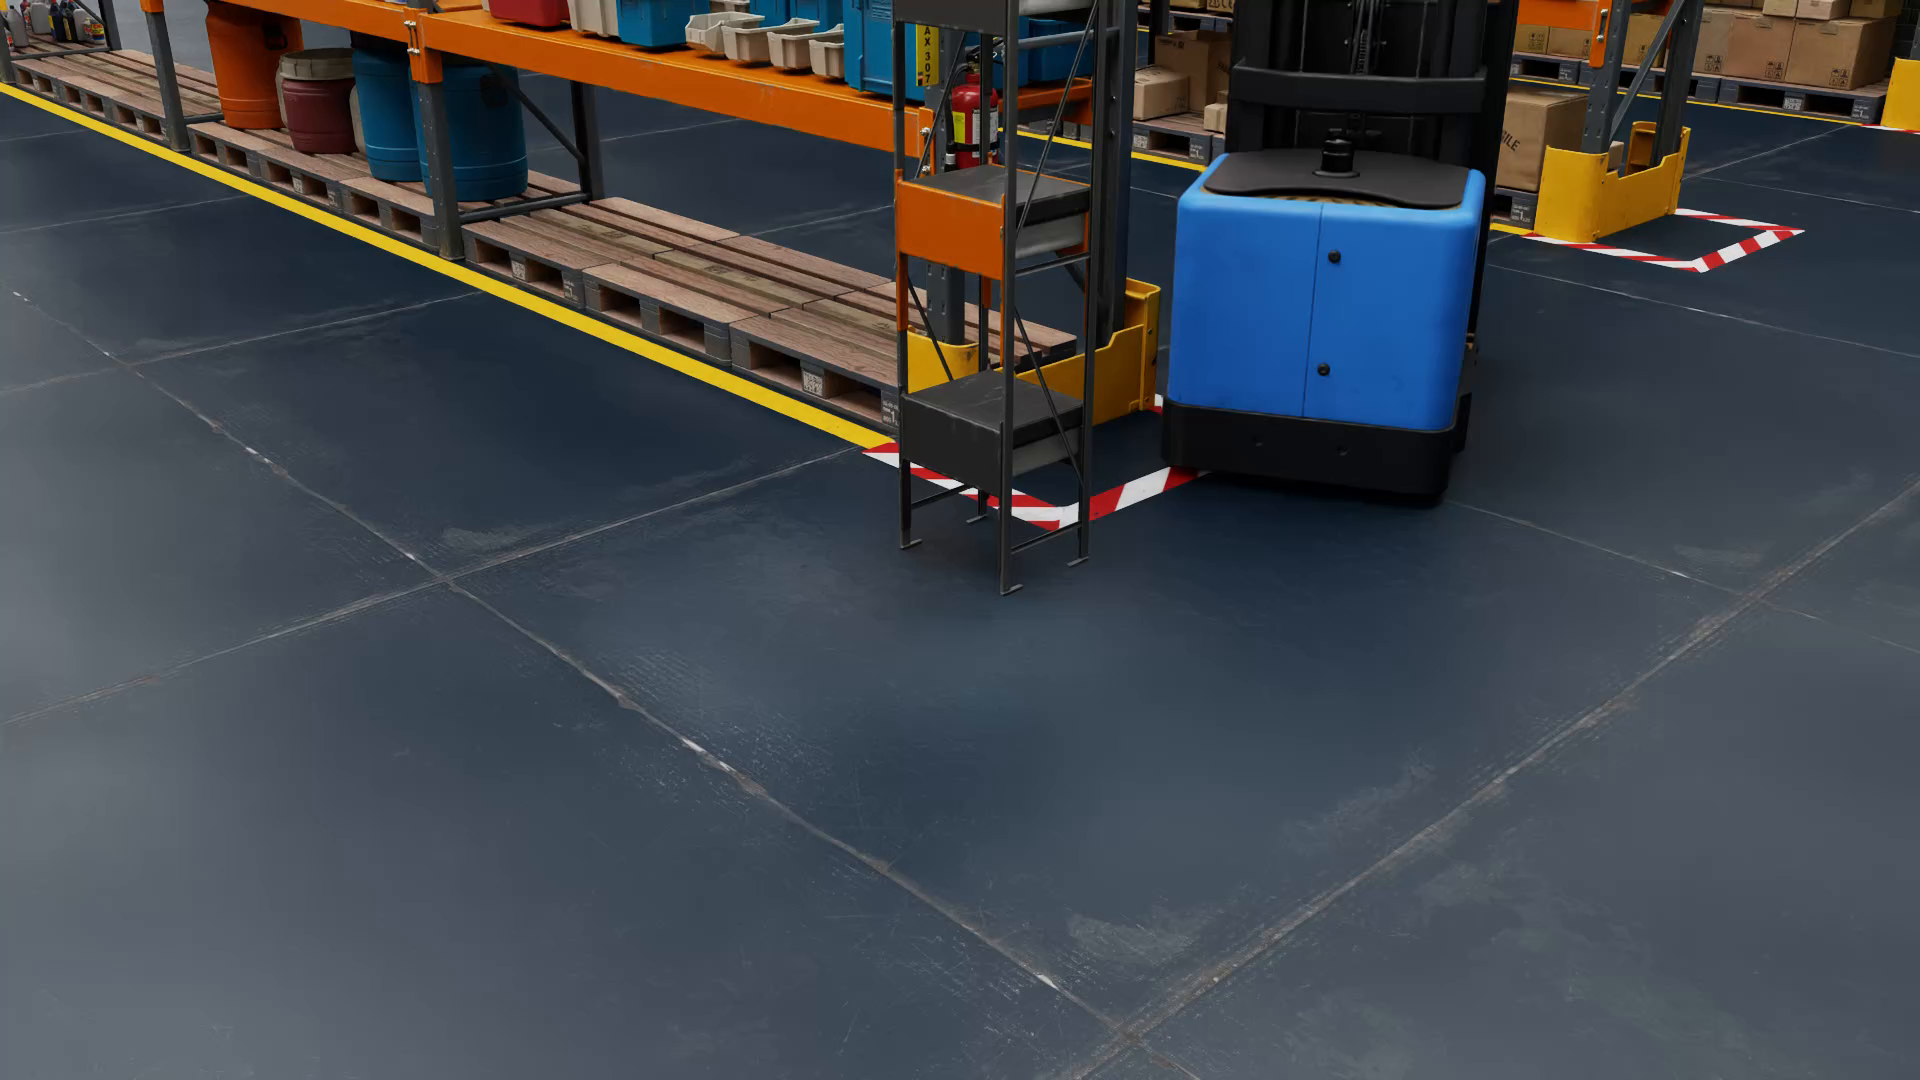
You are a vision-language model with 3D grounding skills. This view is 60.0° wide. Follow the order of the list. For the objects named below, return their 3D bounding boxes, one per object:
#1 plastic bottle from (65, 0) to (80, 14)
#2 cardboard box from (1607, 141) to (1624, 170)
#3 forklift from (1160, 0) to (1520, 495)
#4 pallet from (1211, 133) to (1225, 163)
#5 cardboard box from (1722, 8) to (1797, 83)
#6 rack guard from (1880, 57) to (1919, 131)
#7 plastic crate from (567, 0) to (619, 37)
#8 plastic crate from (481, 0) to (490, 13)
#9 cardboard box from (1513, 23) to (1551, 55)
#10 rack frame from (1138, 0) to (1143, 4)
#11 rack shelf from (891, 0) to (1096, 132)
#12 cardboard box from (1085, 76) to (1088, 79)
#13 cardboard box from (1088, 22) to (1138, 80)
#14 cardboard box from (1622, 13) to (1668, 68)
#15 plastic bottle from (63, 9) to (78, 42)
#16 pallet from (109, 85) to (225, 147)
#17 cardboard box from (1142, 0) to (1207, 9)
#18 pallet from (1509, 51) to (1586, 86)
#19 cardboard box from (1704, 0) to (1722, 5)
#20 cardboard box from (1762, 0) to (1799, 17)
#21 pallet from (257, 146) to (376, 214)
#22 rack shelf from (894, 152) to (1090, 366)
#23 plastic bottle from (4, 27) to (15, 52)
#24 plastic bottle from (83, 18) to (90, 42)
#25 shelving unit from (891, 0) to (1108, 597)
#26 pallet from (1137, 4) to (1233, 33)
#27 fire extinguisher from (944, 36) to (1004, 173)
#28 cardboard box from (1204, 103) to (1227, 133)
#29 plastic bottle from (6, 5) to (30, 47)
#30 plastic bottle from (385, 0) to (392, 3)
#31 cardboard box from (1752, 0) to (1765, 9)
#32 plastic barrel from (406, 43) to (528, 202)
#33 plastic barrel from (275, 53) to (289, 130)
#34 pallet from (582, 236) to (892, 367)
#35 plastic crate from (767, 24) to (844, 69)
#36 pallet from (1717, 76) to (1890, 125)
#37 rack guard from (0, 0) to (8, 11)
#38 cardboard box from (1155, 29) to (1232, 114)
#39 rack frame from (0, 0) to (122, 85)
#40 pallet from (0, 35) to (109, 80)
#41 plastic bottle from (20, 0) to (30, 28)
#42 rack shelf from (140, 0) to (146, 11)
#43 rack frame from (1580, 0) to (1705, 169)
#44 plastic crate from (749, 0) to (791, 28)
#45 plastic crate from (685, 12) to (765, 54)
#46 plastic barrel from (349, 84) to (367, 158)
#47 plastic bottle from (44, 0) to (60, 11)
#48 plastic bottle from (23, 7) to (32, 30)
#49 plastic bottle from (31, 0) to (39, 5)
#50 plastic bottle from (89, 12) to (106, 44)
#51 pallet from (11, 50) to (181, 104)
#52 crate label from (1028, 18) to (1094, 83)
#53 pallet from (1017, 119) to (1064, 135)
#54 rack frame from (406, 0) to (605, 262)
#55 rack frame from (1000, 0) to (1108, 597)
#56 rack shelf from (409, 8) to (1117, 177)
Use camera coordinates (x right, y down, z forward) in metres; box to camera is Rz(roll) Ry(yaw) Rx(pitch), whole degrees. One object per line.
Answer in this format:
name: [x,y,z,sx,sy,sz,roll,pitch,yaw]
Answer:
plastic bottle: [-8.173,-4.820,15.363,0.144,0.351,0.185,-20,31,-37]
cardboard box: [3.861,-2.359,10.211,0.380,0.149,0.250,-21,32,-38]
forklift: [1.700,-2.082,6.781,1.130,2.935,3.031,8,26,17]
pallet: [2.469,-2.596,11.187,1.003,0.211,1.213,-21,32,-38]
cardboard box: [6.616,-4.027,13.469,0.700,0.500,0.500,-21,32,-39]
rack guard: [7.526,-3.493,12.805,1.175,0.500,0.348,-21,32,-38]
plastic crate: [-1.547,-2.498,7.681,0.437,0.282,0.530,-21,32,-38]
plastic crate: [-2.242,-2.765,8.442,0.396,0.136,0.243,-21,32,-38]
cardboard box: [5.212,-4.648,14.830,0.700,0.500,0.500,-21,32,-38]
rack frame: [2.042,-7.061,17.615,1.000,3.000,0.127,-21,32,-38]
rack shelf: [0.113,-1.530,4.919,0.431,0.518,0.480,-21,32,-38]
cardboard box: [0.616,-3.574,12.453,0.500,0.500,0.500,-21,32,-39]
cardboard box: [1.009,-3.722,12.776,0.500,0.500,0.500,22,33,39]
cardboard box: [5.902,-4.338,14.152,0.700,0.500,0.500,-20,31,-37]
plastic bottle: [-8.140,-4.708,15.199,0.061,0.283,0.133,-21,32,-38]
pallet: [-5.691,-3.228,12.572,1.003,0.211,1.213,-21,32,-38]
cardboard box: [2.449,-6.014,17.404,0.750,0.750,0.750,-22,32,-39]
pallet: [5.238,-4.328,14.984,1.003,0.211,1.213,-21,32,-38]
cardboard box: [6.322,-4.573,13.884,0.380,0.149,0.250,-21,32,-38]
cardboard box: [6.562,-4.235,13.143,0.380,0.149,0.250,-20,31,-37]
pallet: [-3.791,-2.386,10.725,1.003,0.211,1.213,-21,32,-38]
rack shelf: [0.113,-0.893,5.210,0.431,0.518,0.480,-21,32,-38]
plastic bottle: [-8.399,-4.411,14.647,0.097,0.201,0.097,0,25,0]
plastic bottle: [-7.961,-4.672,15.220,0.097,0.201,0.097,0,25,0]
shelving unit: [0.113,-0.905,5.204,0.431,2.100,0.503,-21,32,-38]
pallet: [2.526,-5.533,17.623,1.003,0.211,1.213,-21,32,-38]
fire extinguisher: [0.049,-1.448,5.852,0.296,0.674,0.183,-21,32,-38]
cardboard box: [1.890,-2.907,11.391,0.380,0.166,0.250,-21,32,-38]
plastic bottle: [-8.469,-4.612,14.907,0.144,0.351,0.185,-21,32,-38]
plastic bottle: [-3.061,-3.004,8.960,0.097,0.201,0.097,0,25,0]
cardboard box: [6.672,-4.418,13.545,0.380,0.149,0.250,-21,32,-38]
plastic barrel: [-2.815,-2.445,9.518,0.600,0.901,0.708,-21,32,-38]
plastic barrel: [-4.392,-3.021,11.250,0.421,0.512,0.421,0,25,0]
pallet: [-1.087,-1.189,8.102,1.003,0.211,1.213,-21,32,-38]
plastic crate: [-0.599,-2.022,6.814,0.396,0.136,0.243,-21,32,-38]
pallet: [6.906,-3.589,13.363,1.003,0.211,1.213,-21,32,-38]
rack guard: [-10.572,-5.528,17.265,1.175,0.500,0.348,-21,32,-38]
cardboard box: [1.759,-3.414,12.101,0.500,0.500,0.500,-21,32,-38]
rack frame: [-7.924,-5.463,14.111,1.000,3.000,0.127,-21,32,-38]
pallet: [-8.353,-4.410,15.161,1.003,0.211,1.213,-21,32,-38]
plastic bottle: [-9.008,-5.093,16.042,0.061,0.283,0.133,-21,32,-38]
rack shelf: [-6.557,-4.530,12.932,1.077,0.370,4.000,-21,32,-38]
rack frame: [3.896,-3.231,9.219,1.000,3.000,0.127,-21,32,-38]
plastic crate: [-0.756,-2.436,7.606,0.416,0.233,0.300,-21,32,-38]
plastic crate: [-1.023,-2.184,7.169,0.298,0.136,0.250,-21,32,-38]
plastic barrel: [-3.620,-2.679,10.500,0.421,0.512,0.421,0,25,0]
plastic bottle: [-8.592,-5.006,15.771,0.144,0.351,0.185,-22,32,-39]
plastic bottle: [-8.914,-5.003,15.943,0.097,0.201,0.097,0,25,0]
plastic bottle: [-8.836,-5.078,16.018,0.152,0.276,0.135,-22,33,-40]
plastic bottle: [-7.822,-4.643,15.070,0.097,0.271,0.097,0,25,0]
pallet: [-7.359,-3.967,14.192,1.003,0.211,1.213,-21,32,-38]
crate label: [0.349,-1.947,6.532,0.416,0.233,0.303,-21,32,-38]
pallet: [0.579,-3.410,12.971,1.003,0.211,1.213,-21,32,-38]
rack frame: [-2.456,-3.039,8.798,1.000,3.000,0.127,-21,32,-38]
rack frame: [0.280,-0.831,5.042,0.400,2.100,0.015,-21,32,-38]
rack shelf: [-1.089,-2.106,7.619,1.077,0.370,4.000,-21,32,-38]
